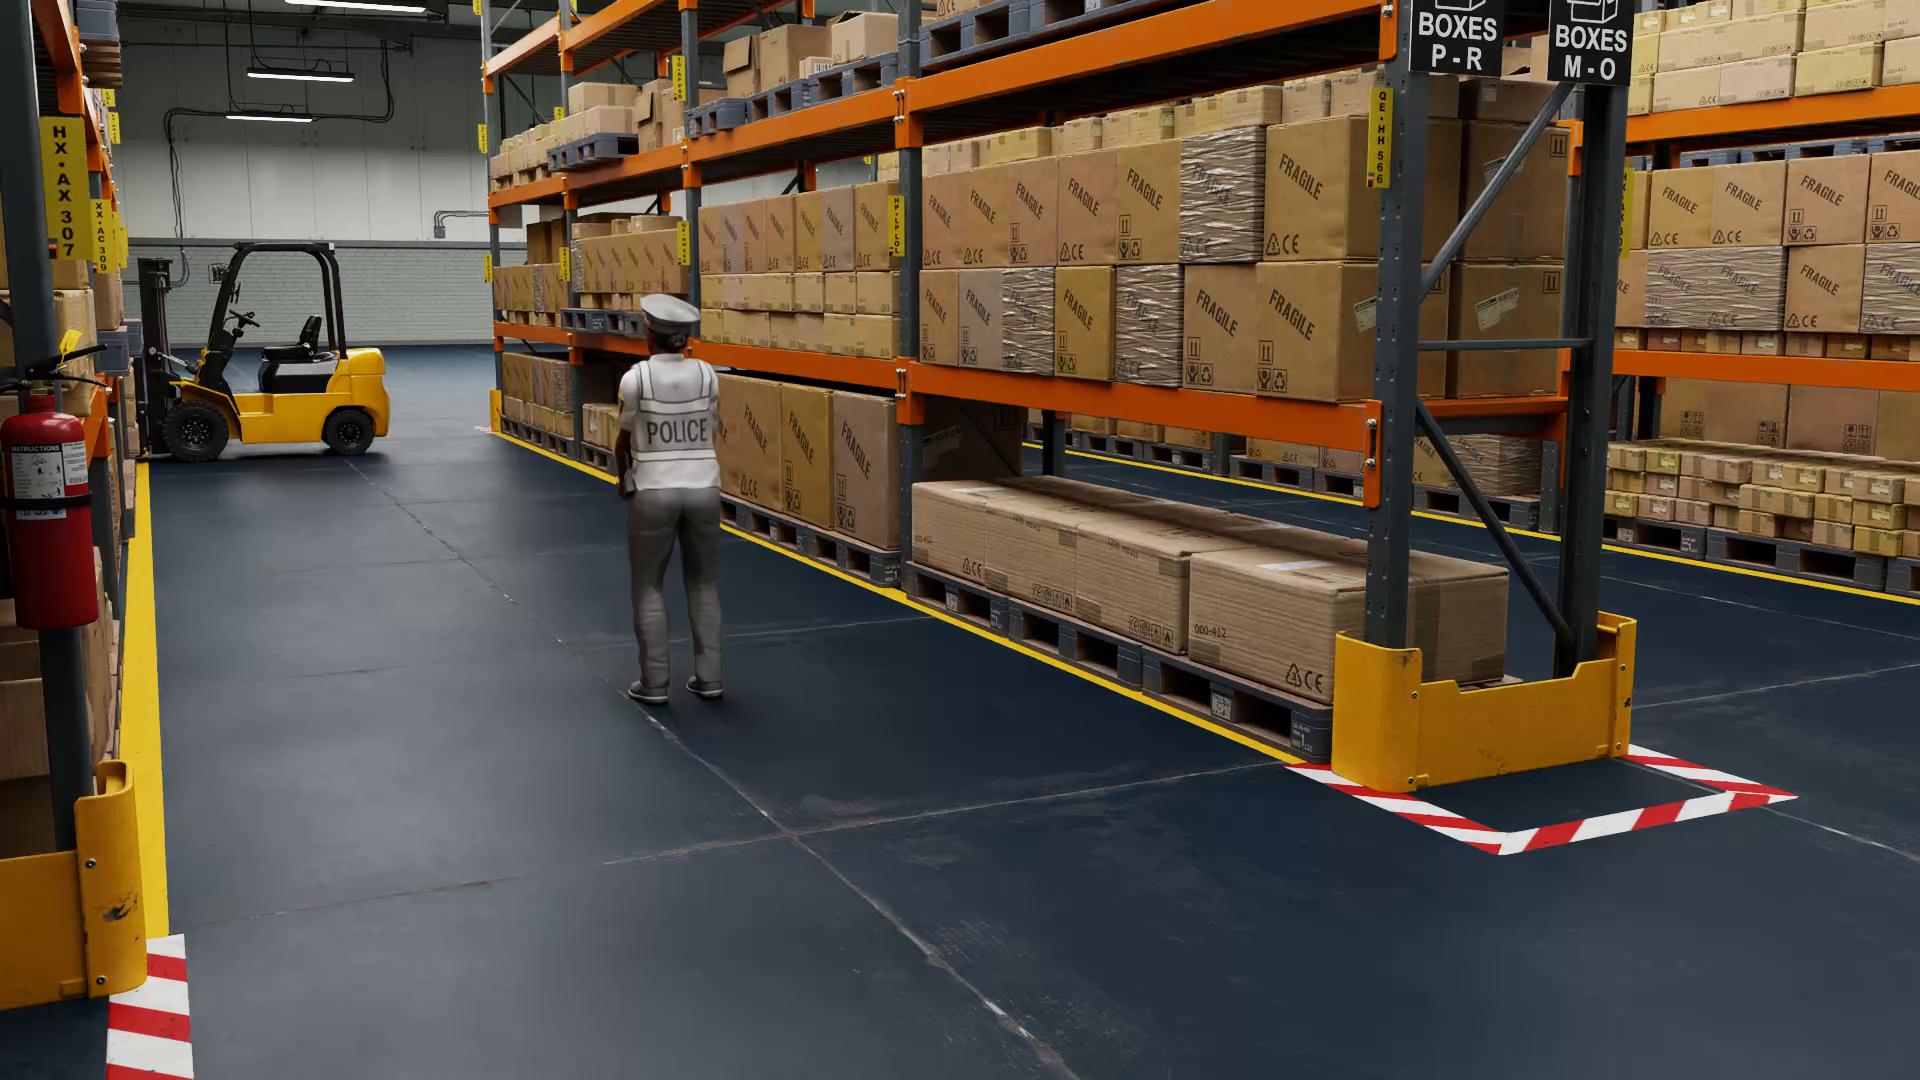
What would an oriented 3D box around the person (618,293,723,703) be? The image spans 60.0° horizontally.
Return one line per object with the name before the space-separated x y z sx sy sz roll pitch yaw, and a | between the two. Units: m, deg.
person | -1.196 -0.166 6.889 0.427 1.687 0.338 -4 10 -27
